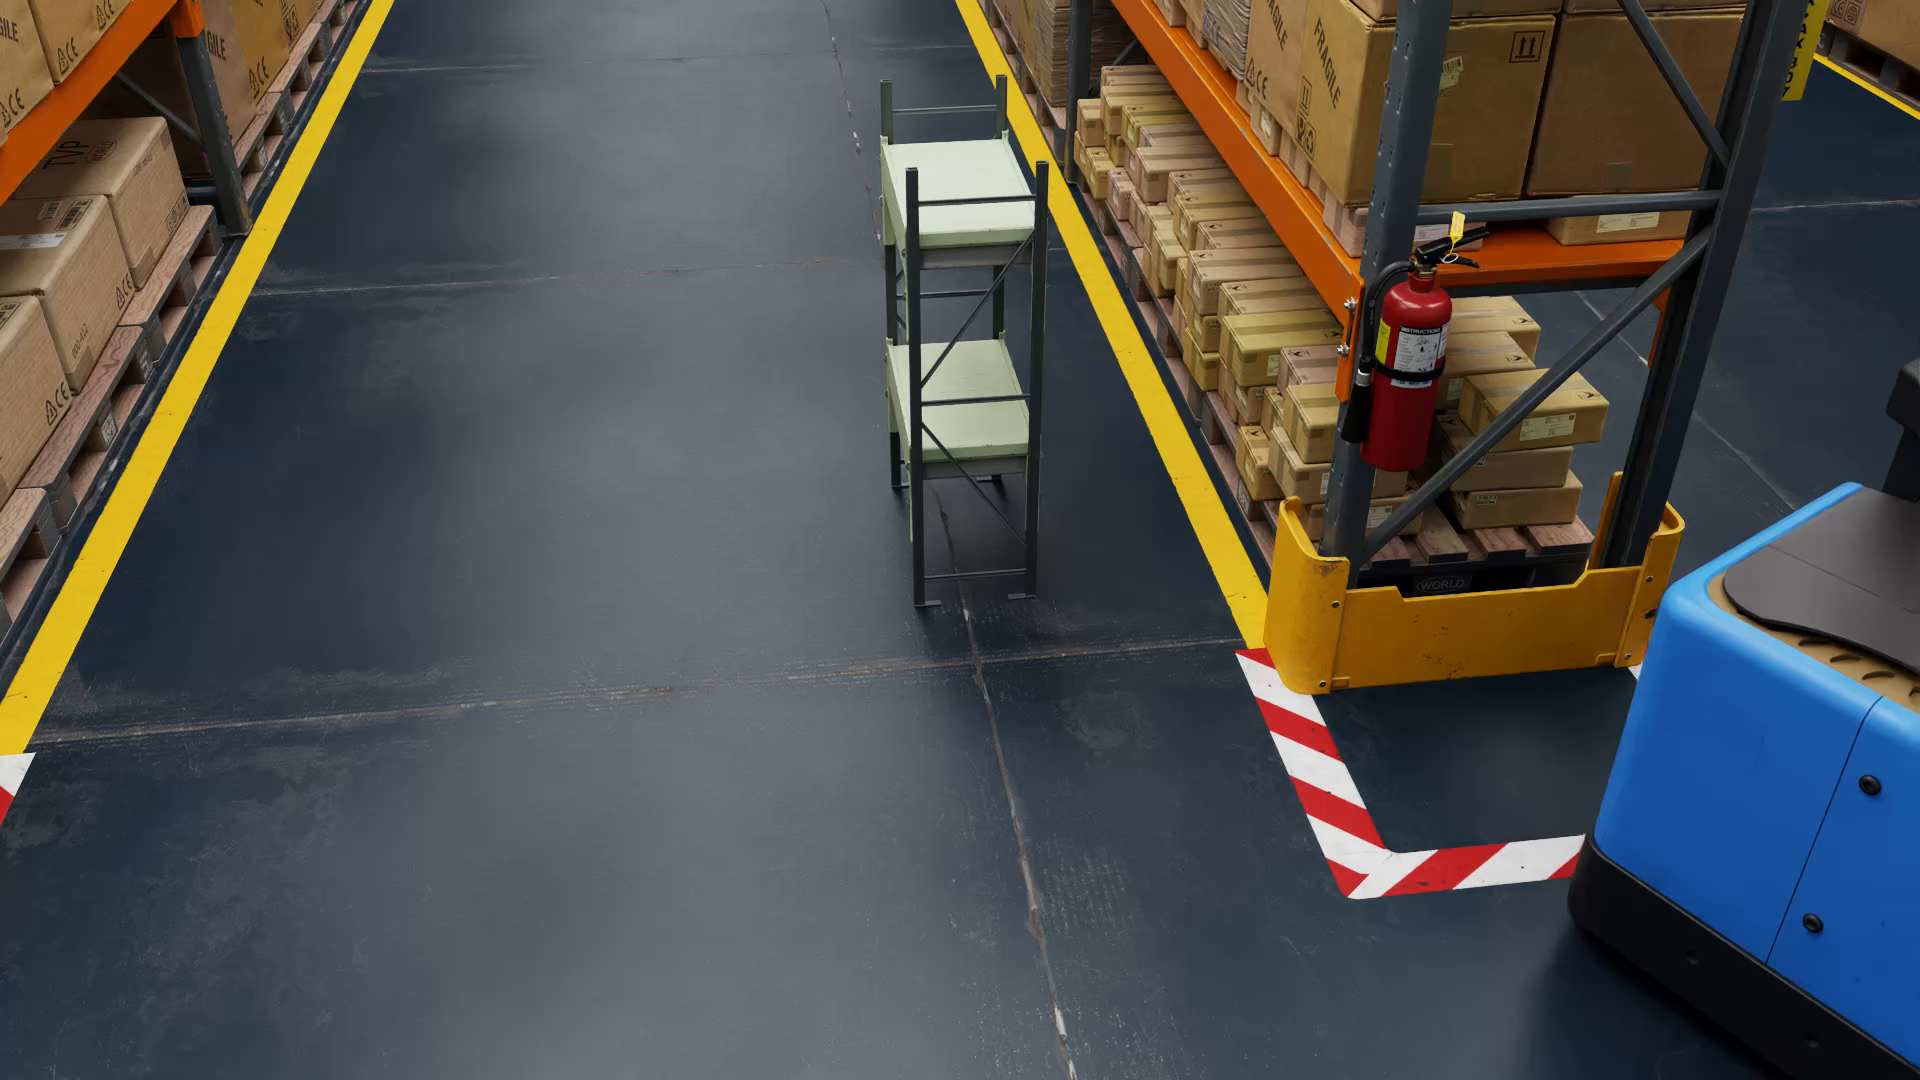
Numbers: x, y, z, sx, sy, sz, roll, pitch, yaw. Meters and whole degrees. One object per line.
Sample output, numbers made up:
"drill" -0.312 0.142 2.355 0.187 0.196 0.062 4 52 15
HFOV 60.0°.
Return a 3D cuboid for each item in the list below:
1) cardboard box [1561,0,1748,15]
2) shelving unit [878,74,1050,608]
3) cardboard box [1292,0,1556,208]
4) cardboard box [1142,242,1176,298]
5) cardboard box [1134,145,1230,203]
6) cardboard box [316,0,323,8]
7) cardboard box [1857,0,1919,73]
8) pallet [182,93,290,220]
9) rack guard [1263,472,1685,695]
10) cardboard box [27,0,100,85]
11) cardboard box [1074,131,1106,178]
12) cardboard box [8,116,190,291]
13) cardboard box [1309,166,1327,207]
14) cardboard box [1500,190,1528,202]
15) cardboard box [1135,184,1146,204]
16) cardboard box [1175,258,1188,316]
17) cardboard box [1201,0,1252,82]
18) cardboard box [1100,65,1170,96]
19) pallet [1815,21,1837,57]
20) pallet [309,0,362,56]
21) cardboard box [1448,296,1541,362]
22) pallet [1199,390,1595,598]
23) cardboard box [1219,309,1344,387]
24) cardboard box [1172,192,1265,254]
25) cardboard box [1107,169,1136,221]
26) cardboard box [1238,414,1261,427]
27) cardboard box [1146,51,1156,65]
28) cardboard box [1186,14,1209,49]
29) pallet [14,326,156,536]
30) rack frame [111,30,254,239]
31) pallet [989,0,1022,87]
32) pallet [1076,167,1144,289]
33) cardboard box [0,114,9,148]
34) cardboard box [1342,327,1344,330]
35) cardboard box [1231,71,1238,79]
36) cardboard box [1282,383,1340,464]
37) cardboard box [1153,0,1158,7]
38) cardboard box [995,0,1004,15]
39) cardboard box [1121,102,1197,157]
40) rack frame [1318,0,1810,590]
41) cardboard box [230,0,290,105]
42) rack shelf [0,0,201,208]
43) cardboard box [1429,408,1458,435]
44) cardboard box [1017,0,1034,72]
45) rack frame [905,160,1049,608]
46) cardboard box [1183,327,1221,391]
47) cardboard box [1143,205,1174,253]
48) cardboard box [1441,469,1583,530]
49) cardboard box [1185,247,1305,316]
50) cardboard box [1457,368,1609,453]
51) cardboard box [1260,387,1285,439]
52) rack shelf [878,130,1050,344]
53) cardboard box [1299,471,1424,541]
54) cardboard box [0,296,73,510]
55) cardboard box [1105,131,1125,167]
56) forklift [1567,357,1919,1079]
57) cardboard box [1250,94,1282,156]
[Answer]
"cardboard box" 1.771 -1.709 4.353 0.500 0.500 0.500 -5 35 -7
"shelving unit" -0.001 -0.623 5.333 0.431 1.500 0.755 -4 35 -6
"cardboard box" 1.252 -1.256 4.577 0.500 0.500 0.500 -4 34 -5
"cardboard box" 0.975 -1.140 6.918 0.380 0.149 0.250 -5 35 -8
"cardboard box" 0.943 -1.539 6.975 0.380 0.149 0.250 -4 34 -5
"cardboard box" -4.389 -3.798 10.173 0.875 0.875 0.875 -5 35 -7
"cardboard box" 5.853 -3.063 9.095 1.225 0.875 0.875 -4 35 -6
"pallet" -4.040 -1.934 8.401 1.003 0.211 1.213 -4 35 -6
"rack guard" 1.558 0.130 5.116 1.175 0.500 0.348 -4 35 -6
"cardboard box" -3.389 -1.897 5.782 0.500 0.500 0.500 -5 35 -7
"cardboard box" 0.761 -1.861 7.976 0.380 0.149 0.250 -6 35 -8
"cardboard box" -3.883 -1.418 7.069 0.875 0.438 0.875 -5 35 -7
"cardboard box" 1.248 -1.059 4.864 0.380 0.149 0.250 -4 35 -6
"cardboard box" 1.774 -1.102 4.926 0.380 0.149 0.250 -3 34 -5
"cardboard box" 0.986 -1.566 7.279 0.380 0.149 0.250 -6 35 -9
"cardboard box" 1.044 -0.974 6.411 0.380 0.149 0.250 -3 34 -4
"cardboard box" 1.111 -1.826 5.413 0.500 0.500 0.500 -4 35 -6
"cardboard box" 0.871 -2.126 7.837 0.380 0.149 0.250 -3 34 -4
"pallet" 5.613 -3.367 10.503 1.003 0.211 1.213 -4 35 -6
"pallet" -4.368 -3.296 10.399 1.003 0.211 1.213 -4 35 -6
"cardboard box" 1.771 -0.715 5.766 0.380 0.149 0.250 -4 35 -7
"pallet" 1.483 -0.207 5.866 1.003 0.211 1.213 -4 35 -6
"cardboard box" 1.108 -0.658 5.682 0.380 0.149 0.250 -5 35 -7
"cardboard box" 1.056 -1.252 6.554 0.380 0.149 0.250 -4 34 -6
"cardboard box" 0.881 -1.578 7.560 0.380 0.149 0.250 -5 35 -7
"cardboard box" 1.205 -0.424 5.867 0.380 0.149 0.250 -5 35 -7
"cardboard box" 1.193 -2.666 8.845 0.500 0.500 0.500 -3 34 -5
"cardboard box" 1.051 -1.929 6.140 0.380 0.149 0.250 -3 34 -5
"pallet" -3.669 -0.397 6.145 1.003 0.211 1.213 -4 35 -6
"rack frame" -3.862 -2.662 6.992 1.000 3.000 0.127 -4 35 -6
"pallet" 0.756 -3.057 10.049 1.003 0.211 1.213 -4 35 -6
"pallet" 1.155 -1.569 7.864 1.003 0.211 1.213 -4 35 -6
"cardboard box" -3.250 -1.326 4.943 0.500 0.500 0.500 -5 35 -7
"cardboard box" 1.208 -0.700 6.008 0.380 0.149 0.250 -5 35 -7
"cardboard box" 1.158 -1.643 5.721 0.380 0.149 0.250 -6 35 -8
"cardboard box" 1.246 -0.378 5.272 0.380 0.149 0.250 -4 34 -6
"cardboard box" 0.940 -2.225 6.575 0.380 0.149 0.250 -4 34 -5
"cardboard box" 0.479 -3.485 10.047 0.500 0.500 0.500 -5 35 -8
"cardboard box" 0.932 -1.831 7.403 0.380 0.149 0.250 -5 35 -7
"rack frame" 1.568 -0.861 4.350 1.000 3.000 0.127 -4 35 -6
"cardboard box" -4.153 -2.801 8.710 0.875 0.875 0.875 -3 34 -5
"rack shelf" -3.593 -1.248 5.557 1.077 0.370 4.000 -4 35 -6
"cardboard box" 1.771 -0.448 5.638 0.380 0.149 0.250 -5 35 -7
"cardboard box" 0.612 -2.914 9.209 0.500 0.500 0.500 -5 35 -8
"rack frame" 0.048 -0.419 5.033 0.400 1.500 0.023 -4 35 -6
"cardboard box" 1.063 -0.698 6.270 0.380 0.149 0.250 -6 35 -9
"cardboard box" 0.971 -1.265 6.838 0.380 0.149 0.250 -5 35 -7
"cardboard box" 1.815 -0.173 5.499 0.380 0.149 0.250 -4 34 -5
"cardboard box" 1.045 -0.953 6.115 0.380 0.149 0.250 -3 34 -5
"cardboard box" 1.834 -0.420 5.333 0.380 0.149 0.250 -6 35 -9
"cardboard box" 1.232 -0.402 5.571 0.380 0.149 0.250 -5 35 -7
"rack shelf" -0.001 -0.946 5.113 0.431 0.370 0.720 -4 35 -6
"cardboard box" 1.290 -0.134 5.442 0.380 0.149 0.250 -4 34 -6
"cardboard box" -3.643 -0.415 5.598 0.875 0.438 0.875 -3 34 -5
"cardboard box" 0.885 -1.850 7.696 0.380 0.149 0.250 -4 34 -6
"forklift" 3.040 -0.491 3.868 3.031 2.935 1.130 -23 40 -29
"cardboard box" 1.142 -1.339 5.274 0.380 0.149 0.250 -3 34 -5
